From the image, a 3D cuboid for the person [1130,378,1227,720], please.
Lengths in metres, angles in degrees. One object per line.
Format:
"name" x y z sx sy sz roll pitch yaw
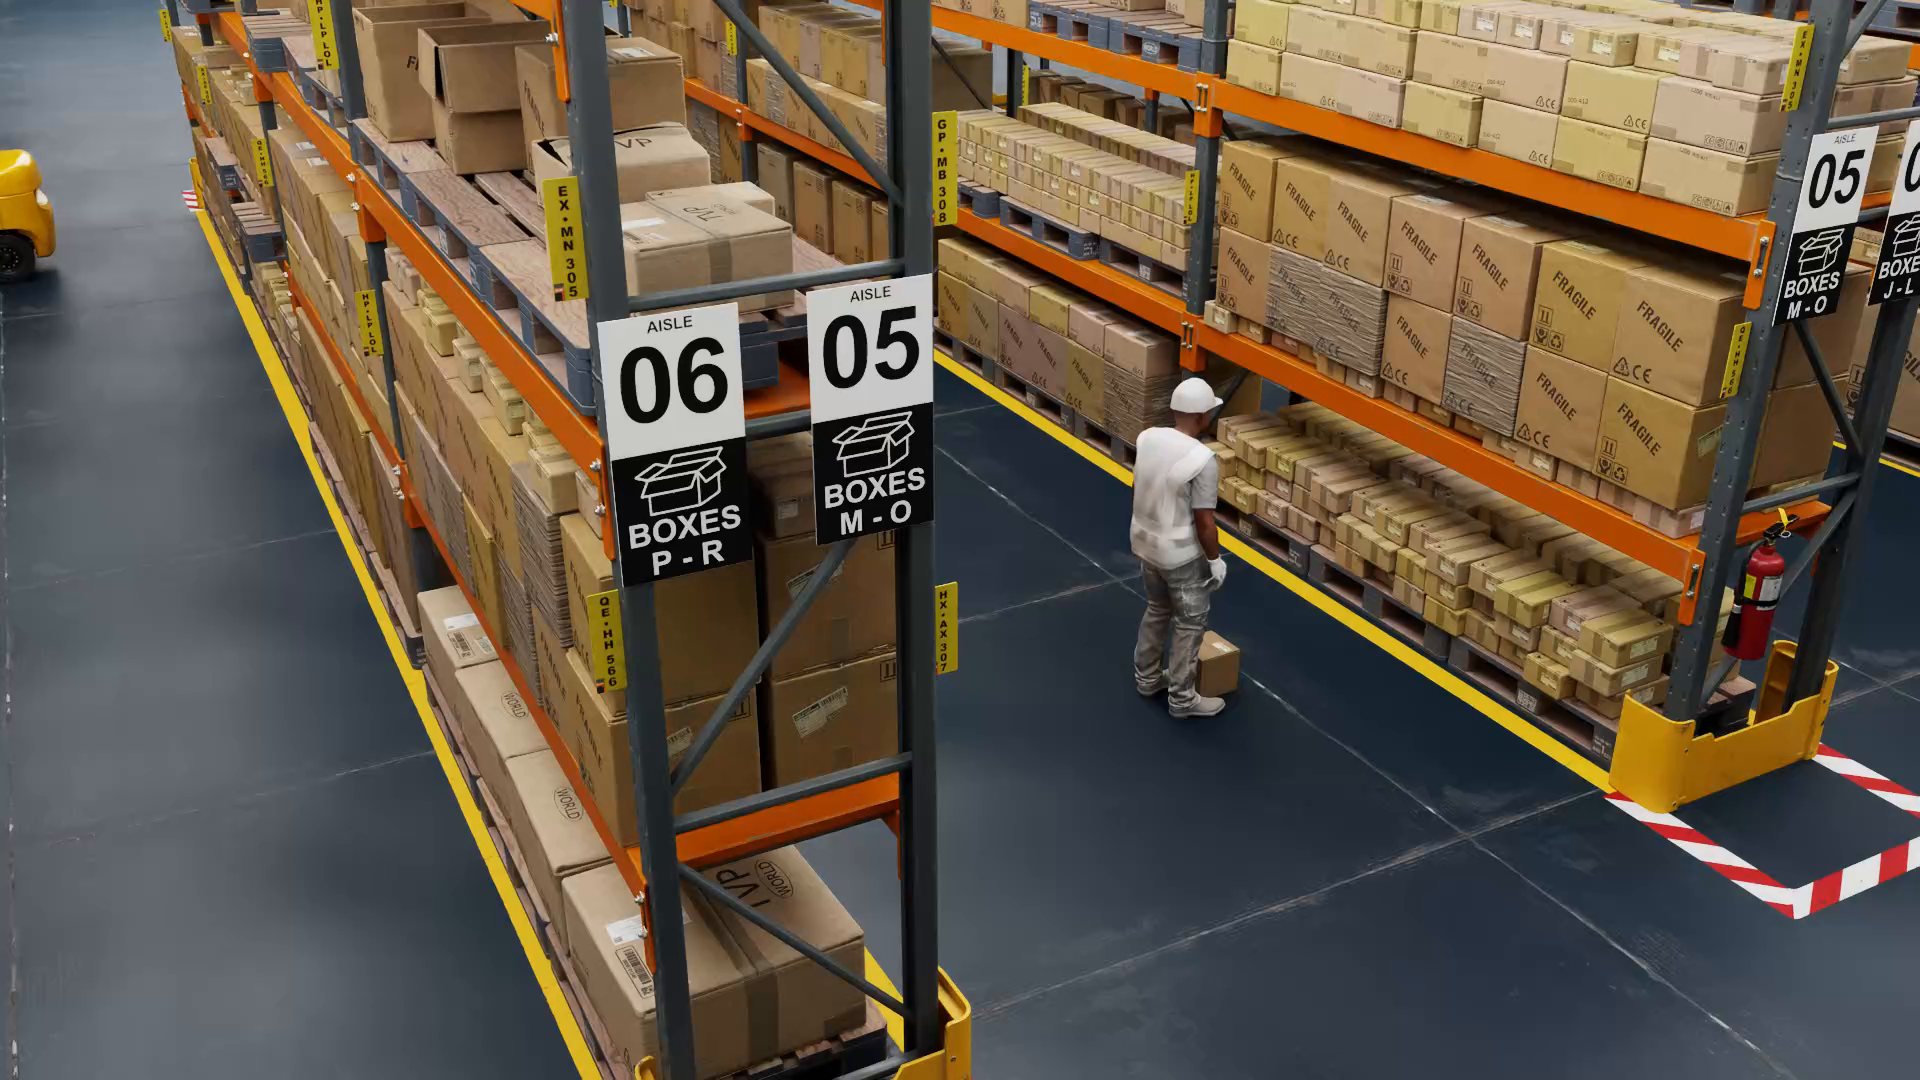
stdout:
"person" 1.115 0.034 8.523 0.444 1.775 0.629 -14 29 -28
